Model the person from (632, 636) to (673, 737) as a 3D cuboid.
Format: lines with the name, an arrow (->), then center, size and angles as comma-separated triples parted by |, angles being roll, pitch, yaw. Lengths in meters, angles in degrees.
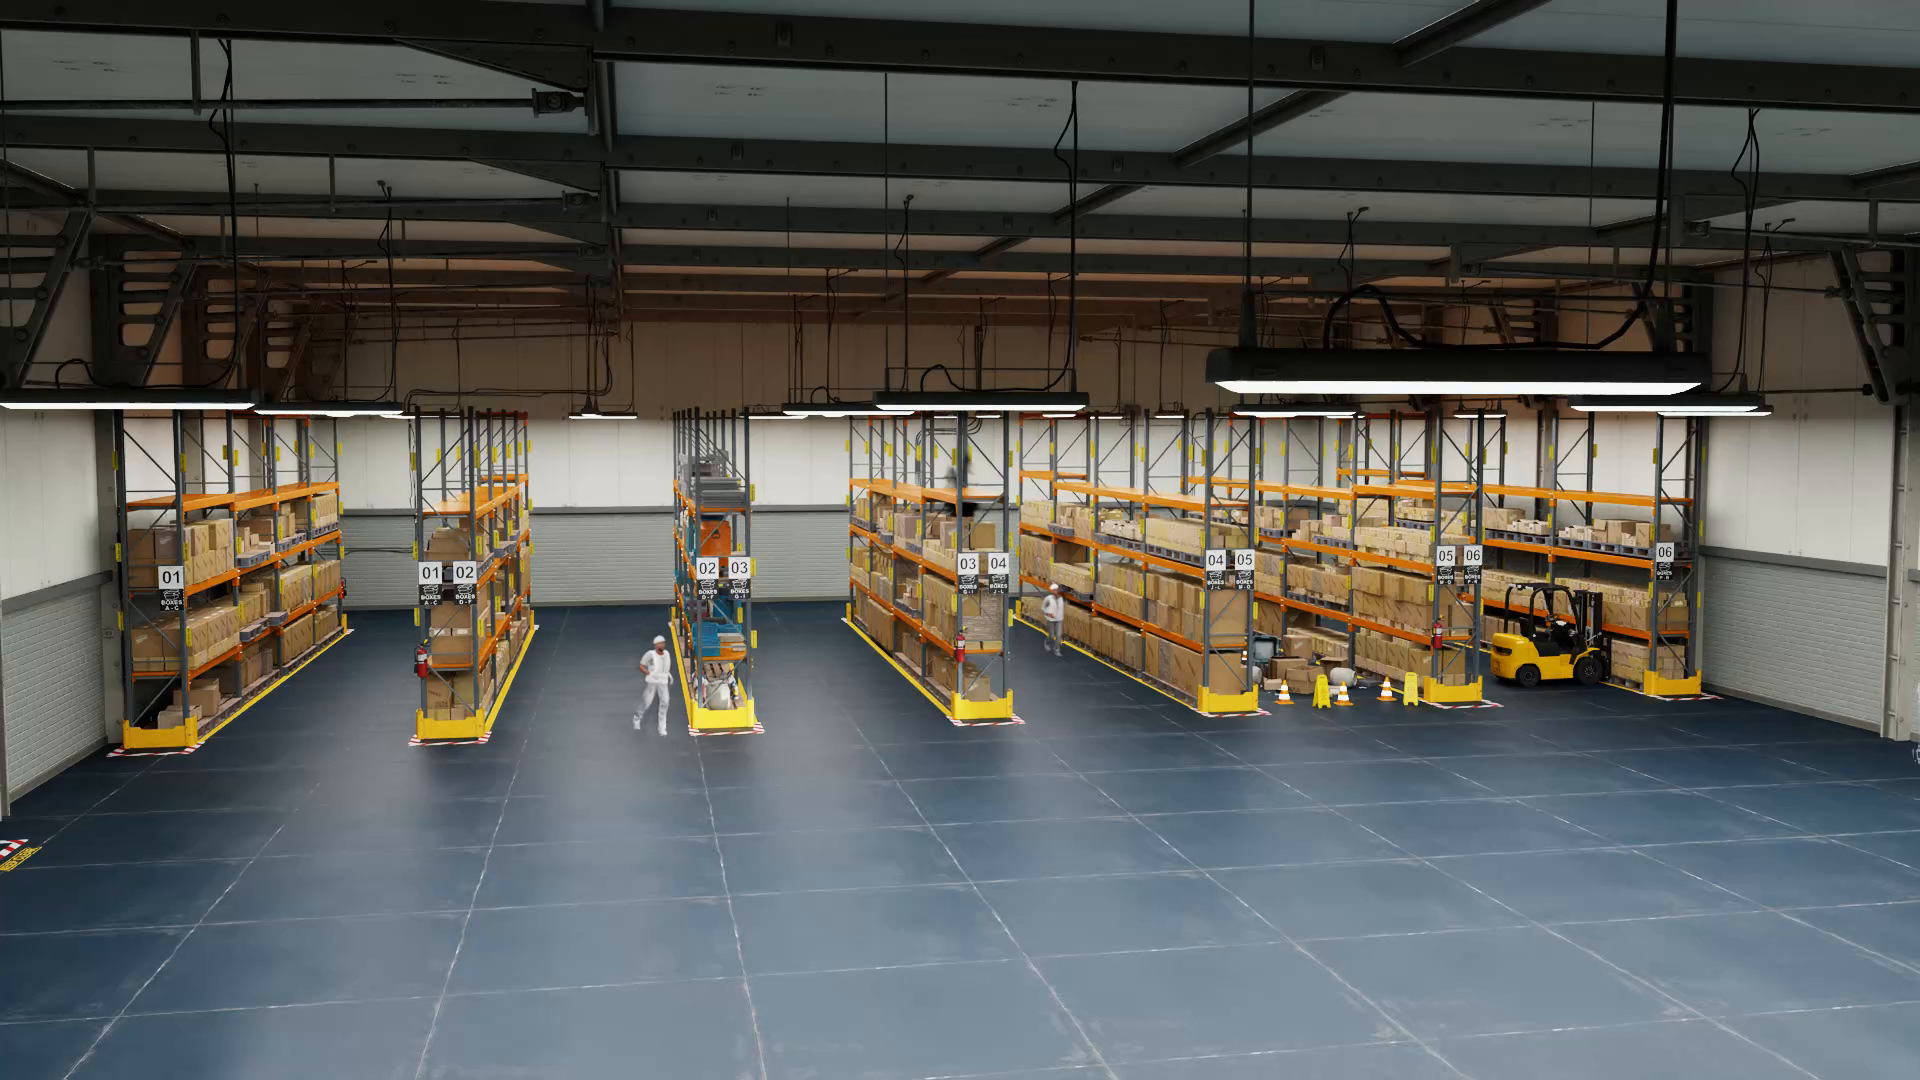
person -> -5.557, 2.659, 30.609 | 0.739, 1.790, 0.895 | -4, 5, -41

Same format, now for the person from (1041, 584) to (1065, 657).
person -> 2.302, 1.959, 40.764 | 0.665, 1.764, 0.820 | -1, 4, -18
